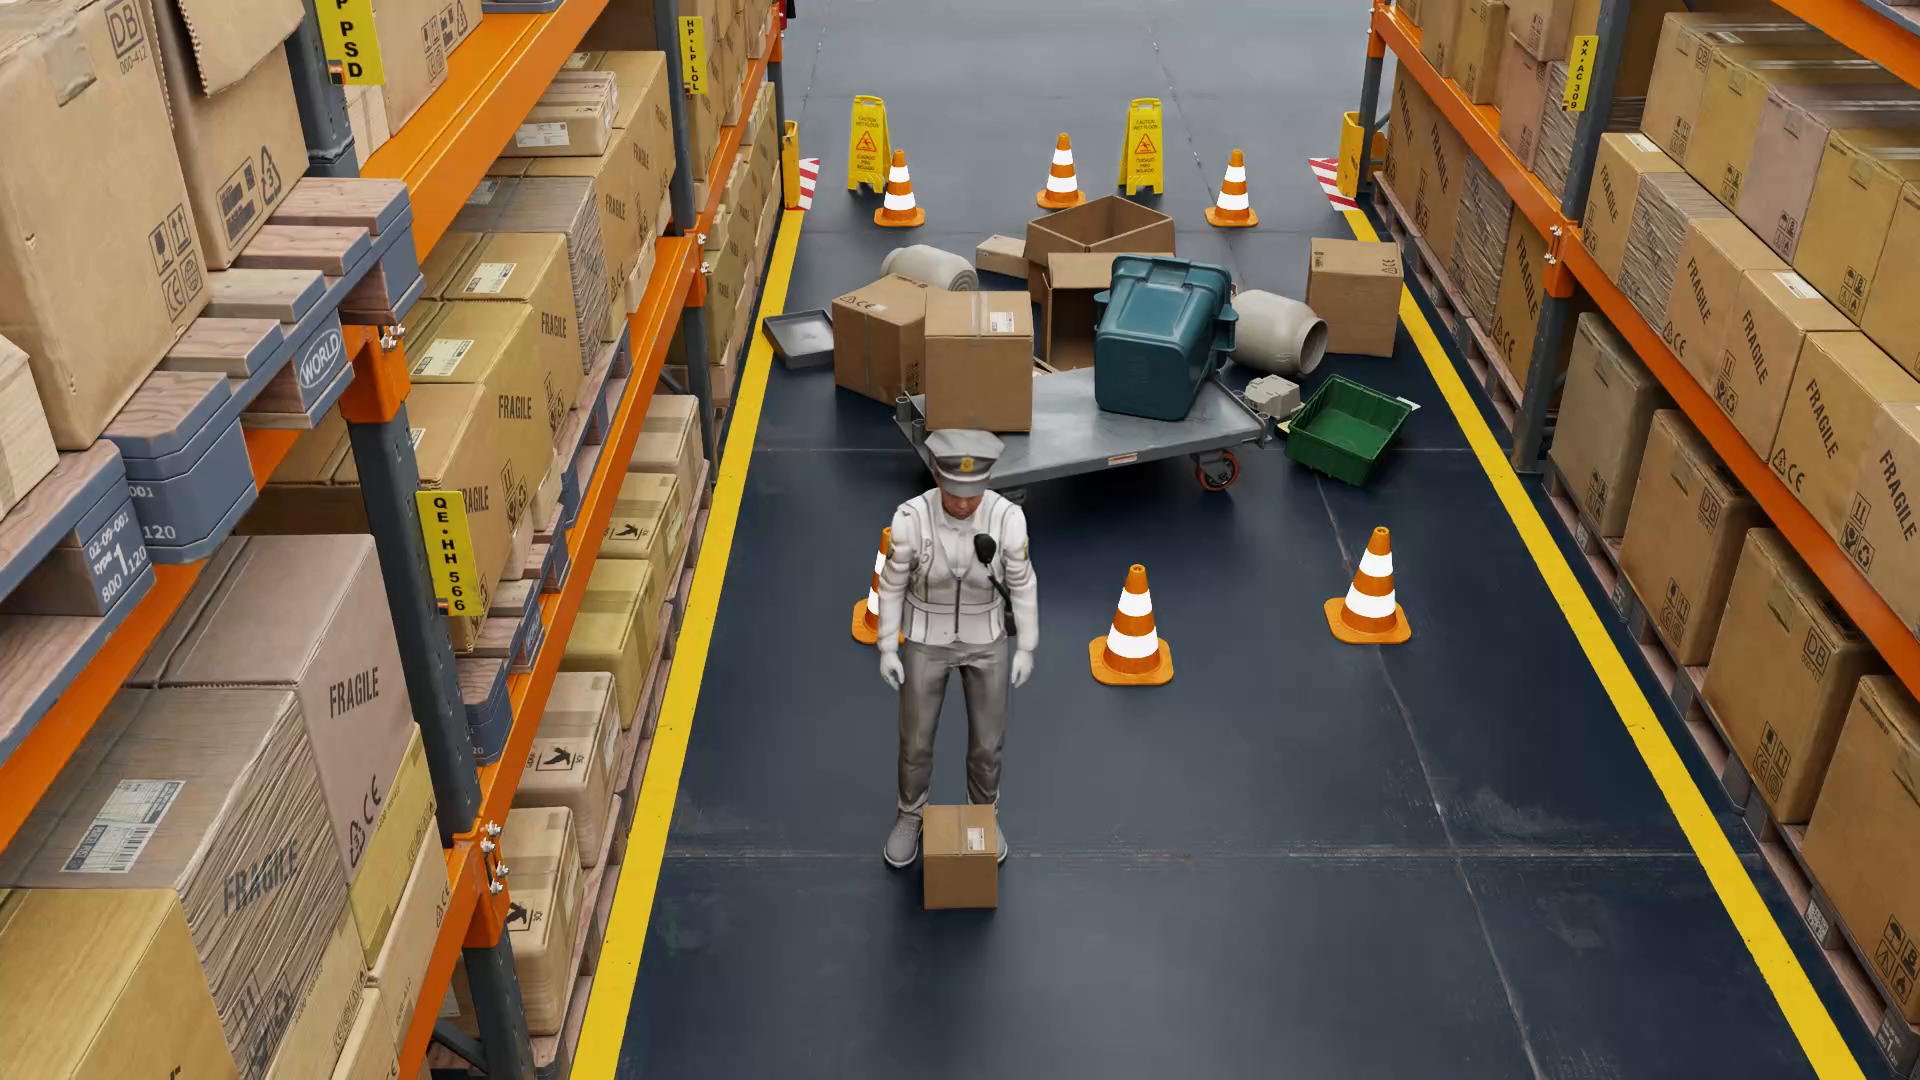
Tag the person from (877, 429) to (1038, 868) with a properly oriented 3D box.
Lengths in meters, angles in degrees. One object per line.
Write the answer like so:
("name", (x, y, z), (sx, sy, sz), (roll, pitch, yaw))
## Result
("person", (-0.008, 0.363, 5.544), (0.536, 1.662, 0.378), (-1, 32, -1))
